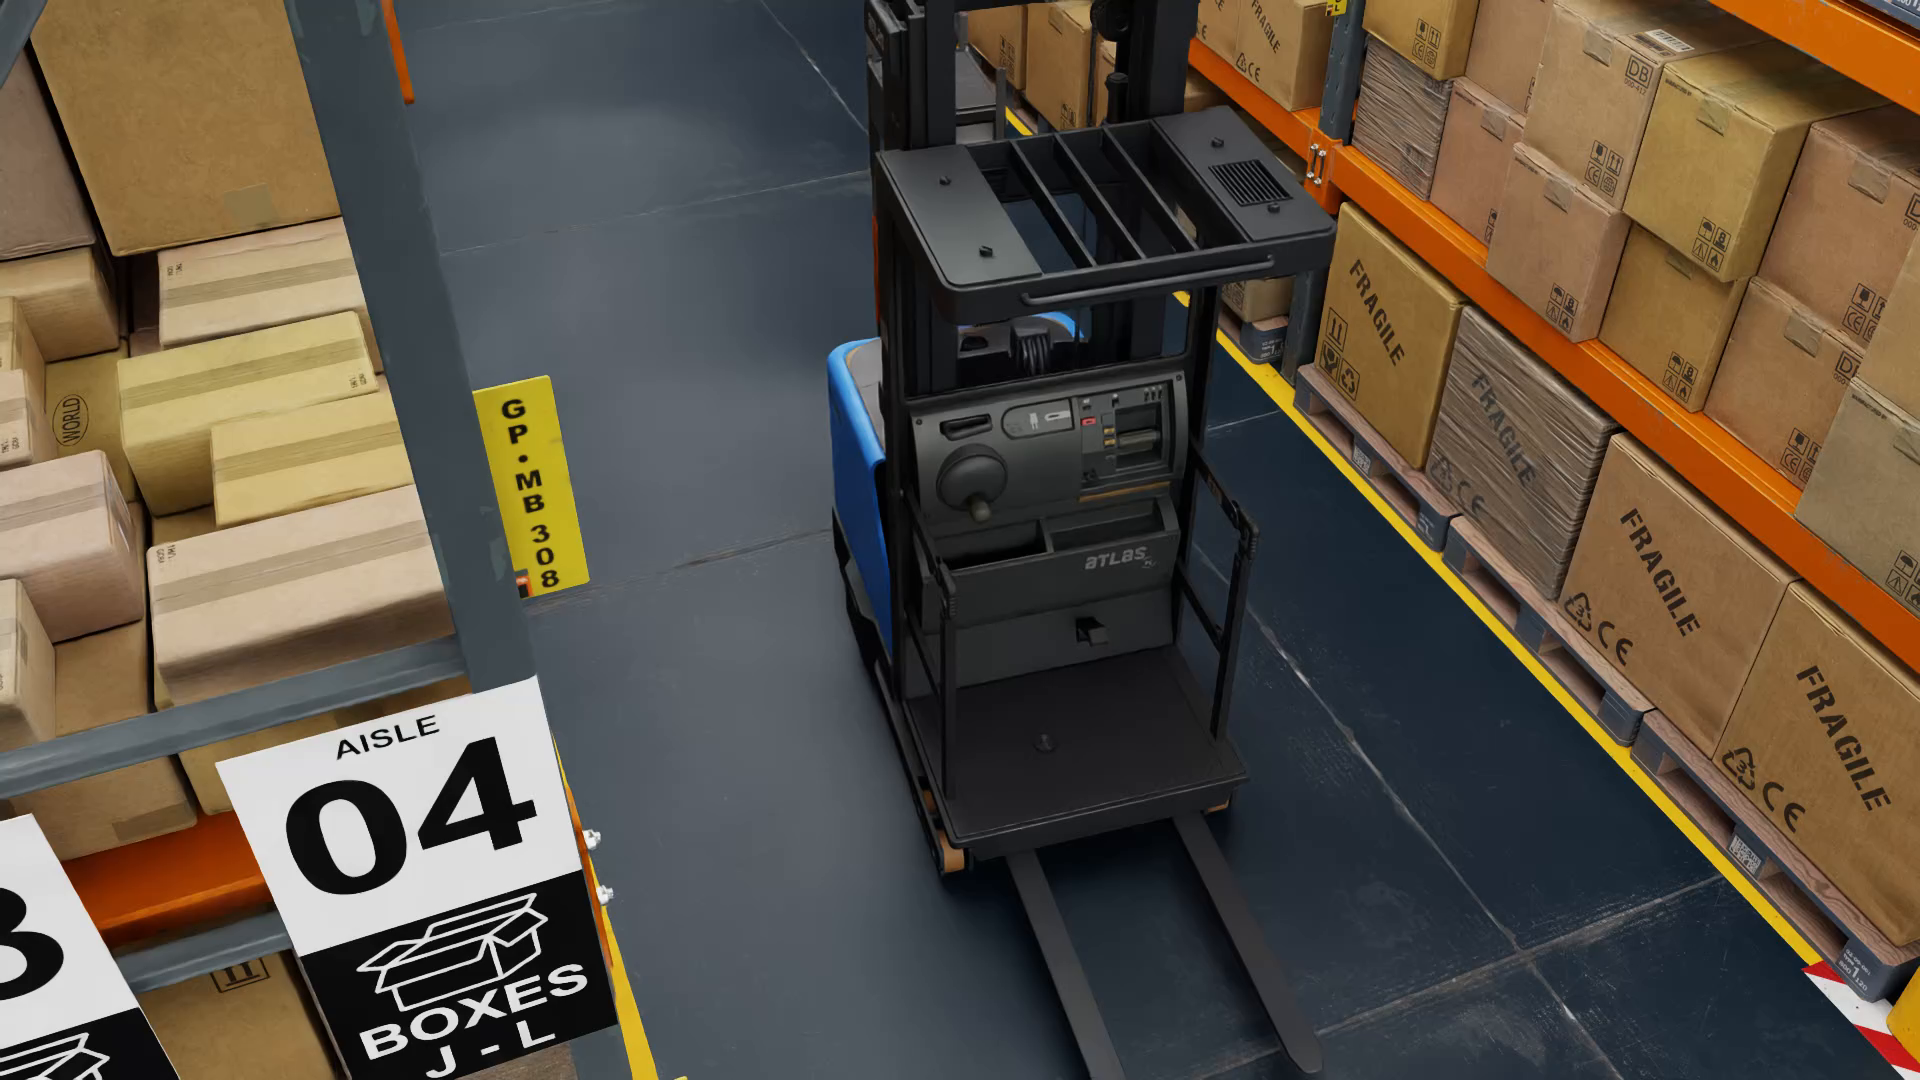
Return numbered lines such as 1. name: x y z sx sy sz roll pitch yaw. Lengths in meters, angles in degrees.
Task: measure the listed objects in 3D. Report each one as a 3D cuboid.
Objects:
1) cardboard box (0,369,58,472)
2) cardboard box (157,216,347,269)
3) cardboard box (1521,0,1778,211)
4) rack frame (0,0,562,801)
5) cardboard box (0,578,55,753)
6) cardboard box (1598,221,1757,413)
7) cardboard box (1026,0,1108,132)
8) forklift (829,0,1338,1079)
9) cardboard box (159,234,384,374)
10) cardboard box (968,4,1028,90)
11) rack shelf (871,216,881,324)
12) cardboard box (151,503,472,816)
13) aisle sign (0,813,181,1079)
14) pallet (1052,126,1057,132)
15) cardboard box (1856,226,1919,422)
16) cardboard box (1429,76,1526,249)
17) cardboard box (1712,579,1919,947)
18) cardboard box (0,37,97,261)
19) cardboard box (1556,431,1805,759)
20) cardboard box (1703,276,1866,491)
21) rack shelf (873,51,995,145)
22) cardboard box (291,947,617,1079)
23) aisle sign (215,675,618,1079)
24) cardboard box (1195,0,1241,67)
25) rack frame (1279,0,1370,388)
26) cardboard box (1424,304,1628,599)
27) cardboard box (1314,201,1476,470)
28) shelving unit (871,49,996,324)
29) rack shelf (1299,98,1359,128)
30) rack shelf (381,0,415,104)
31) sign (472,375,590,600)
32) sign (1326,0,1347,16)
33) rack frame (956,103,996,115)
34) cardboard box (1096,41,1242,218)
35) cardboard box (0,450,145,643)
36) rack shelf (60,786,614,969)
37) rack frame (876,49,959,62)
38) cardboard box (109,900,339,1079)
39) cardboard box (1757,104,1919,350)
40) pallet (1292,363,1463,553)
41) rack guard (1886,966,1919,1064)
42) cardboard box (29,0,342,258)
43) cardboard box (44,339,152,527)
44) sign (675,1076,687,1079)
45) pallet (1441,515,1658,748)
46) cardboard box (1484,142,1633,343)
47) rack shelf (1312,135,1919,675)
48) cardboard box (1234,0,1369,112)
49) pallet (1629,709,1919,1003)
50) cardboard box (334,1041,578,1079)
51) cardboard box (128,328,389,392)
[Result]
1. cardboard box: -1.621 -0.098 2.572 0.380 0.149 0.250 -17 43 -19
2. cardboard box: -1.269 -0.540 3.085 0.380 0.149 0.250 -15 43 -17
3. cardboard box: 2.568 -1.613 5.882 0.875 0.550 0.550 -15 43 -17
4. rack frame: -1.030 -0.728 1.195 1.000 3.000 0.127 -15 43 -17
5. cardboard box: -1.424 0.226 2.196 0.380 0.149 0.250 -15 43 -17
6. cardboard box: 2.838 -0.902 5.884 0.875 0.550 0.500 -15 43 -17
7. cardboard box: 1.018 -2.840 9.656 1.050 0.750 0.750 -14 43 -16
8. forklift: 0.358 -0.225 5.264 1.121 2.935 3.031 -11 42 -12
9. cardboard box: -1.180 -0.392 2.914 0.380 0.149 0.250 -13 42 -15
10. cardboard box: 0.680 -3.366 10.267 1.050 0.750 0.750 -16 43 -17
11. rack shelf: -0.096 -1.018 6.844 0.431 0.518 0.480 -11 42 -12
12. cardboard box: -0.975 0.111 2.634 0.500 0.250 0.500 -14 43 -16
13. aisle sign: -1.283 0.673 2.173 0.394 0.787 0.004 -15 43 -17
14. pallet: 1.226 -2.164 9.605 1.003 0.211 1.213 -15 43 -17
15. cardboard box: 3.190 -0.638 4.748 0.875 0.550 0.550 -15 43 -17
16. cardboard box: 2.445 -1.551 6.639 0.875 0.550 0.550 -15 43 -17
17. cardboard box: 3.271 0.624 5.531 0.875 0.875 0.875 -15 43 -17
18. cardboard box: -1.857 -0.802 2.893 0.500 0.500 0.500 -15 43 -17
19. cardboard box: 2.932 0.095 6.147 0.875 0.875 0.875 -16 43 -18
20. cardboard box: 3.079 -0.594 5.525 0.875 0.550 0.550 -15 43 -17
21. rack shelf: -0.096 -1.652 6.298 0.368 0.174 0.457 -11 42 -12
22. cardboard box: -0.988 0.617 3.160 0.500 0.500 0.500 -15 43 -17
23. aisle sign: -0.729 0.523 2.347 0.394 0.787 0.004 -15 43 -17
24. cardboard box: 1.421 -2.629 7.930 0.500 0.500 0.500 -16 43 -17
25. rack frame: 2.061 -2.039 7.321 1.000 3.000 0.127 -15 43 -17
26. cardboard box: 2.585 -0.455 6.786 0.875 0.875 0.875 -15 43 -17
27. cardboard box: 2.237 -0.997 7.416 0.875 0.875 0.875 -14 43 -16
28. shelving unit: 5.248 -3.663 7.486 11.925 5.092 1.781 -11 42 -12
29. rack shelf: 1.296 -3.046 8.893 0.919 0.124 3.809 -15 43 -17
30. rack shelf: -1.795 -1.659 2.832 1.077 0.370 4.000 -15 43 -17
31. sign: -0.528 -0.058 2.045 0.100 0.325 0.005 -15 43 -17
32. sign: 1.563 -2.307 6.805 0.100 0.325 0.005 -15 43 -17
33. rack frame: -0.027 -0.876 6.658 0.380 1.831 0.006 -11 42 -12
34. cardboard box: 1.375 -2.279 9.003 1.050 0.750 0.750 -15 43 -17
35. cardboard box: -1.415 0.039 2.412 0.380 0.149 0.250 -16 43 -18
36. rack shelf: -1.795 -0.523 3.808 1.077 0.370 4.000 -15 43 -17
37. rack frame: -0.162 -1.181 7.013 0.380 1.831 0.006 -11 42 -12
38. cardboard box: -1.808 0.653 4.451 1.144 2.239 2.984 -3 41 -3
39. cardboard box: 3.101 -1.009 5.179 0.875 0.550 0.550 -15 43 -17
40. pallet: 2.280 -0.505 7.675 1.003 0.211 1.213 -15 43 -17
41. rack guard: 3.601 1.332 5.317 1.175 0.500 0.348 -15 43 -17
42. cardboard box: -1.348 -0.893 2.999 0.500 0.500 0.500 -15 43 -17
43. cardboard box: -1.643 -0.061 2.835 0.500 0.250 0.500 -15 43 -17
44. sign: -0.528 1.083 3.026 0.100 0.325 0.005 -15 43 -17
45. pallet: 2.750 0.231 6.819 1.003 0.211 1.213 -15 43 -17
46. cardboard box: 2.542 -1.197 6.226 0.875 0.550 0.550 -15 43 -17
47. rack shelf: 2.826 -0.562 6.155 1.077 0.370 4.000 -15 43 -17
48. cardboard box: 1.614 -2.325 7.577 0.500 0.500 0.500 -15 43 -17
49. pallet: 3.213 0.965 5.966 1.003 0.211 1.213 -15 43 -17
50. cardboard box: -1.215 1.058 3.415 0.875 0.500 0.500 -15 43 -17
51. cardboard box: -1.178 -0.198 2.994 0.500 0.250 0.500 -16 43 -18
